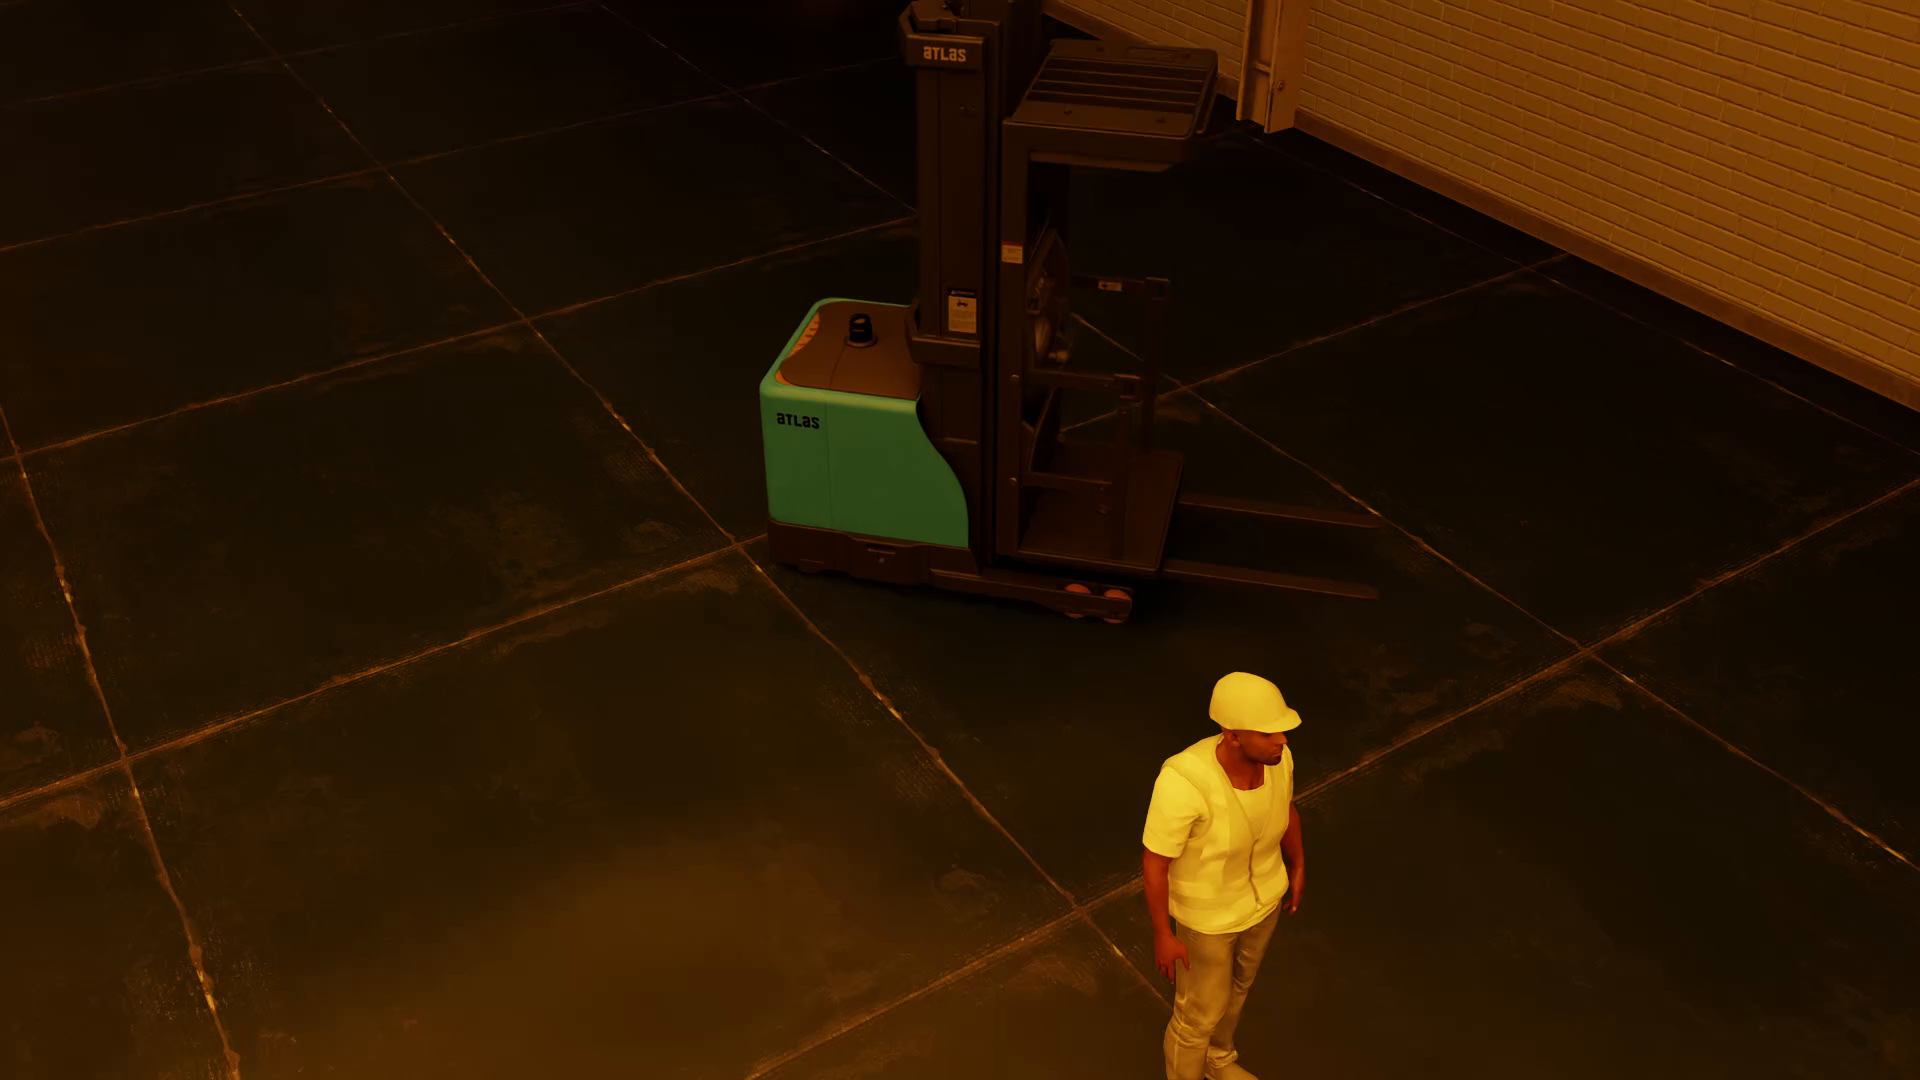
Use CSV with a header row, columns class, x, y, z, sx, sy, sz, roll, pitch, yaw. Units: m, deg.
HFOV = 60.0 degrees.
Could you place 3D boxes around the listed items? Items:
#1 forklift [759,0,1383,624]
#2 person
class,x,y,z,sx,sy,sz,roll,pitch,yaw
forklift,0.599,-1.128,7.754,3.031,2.935,1.130,8,36,11
person,0.918,1.215,5.418,0.665,1.766,0.576,-23,41,-29
